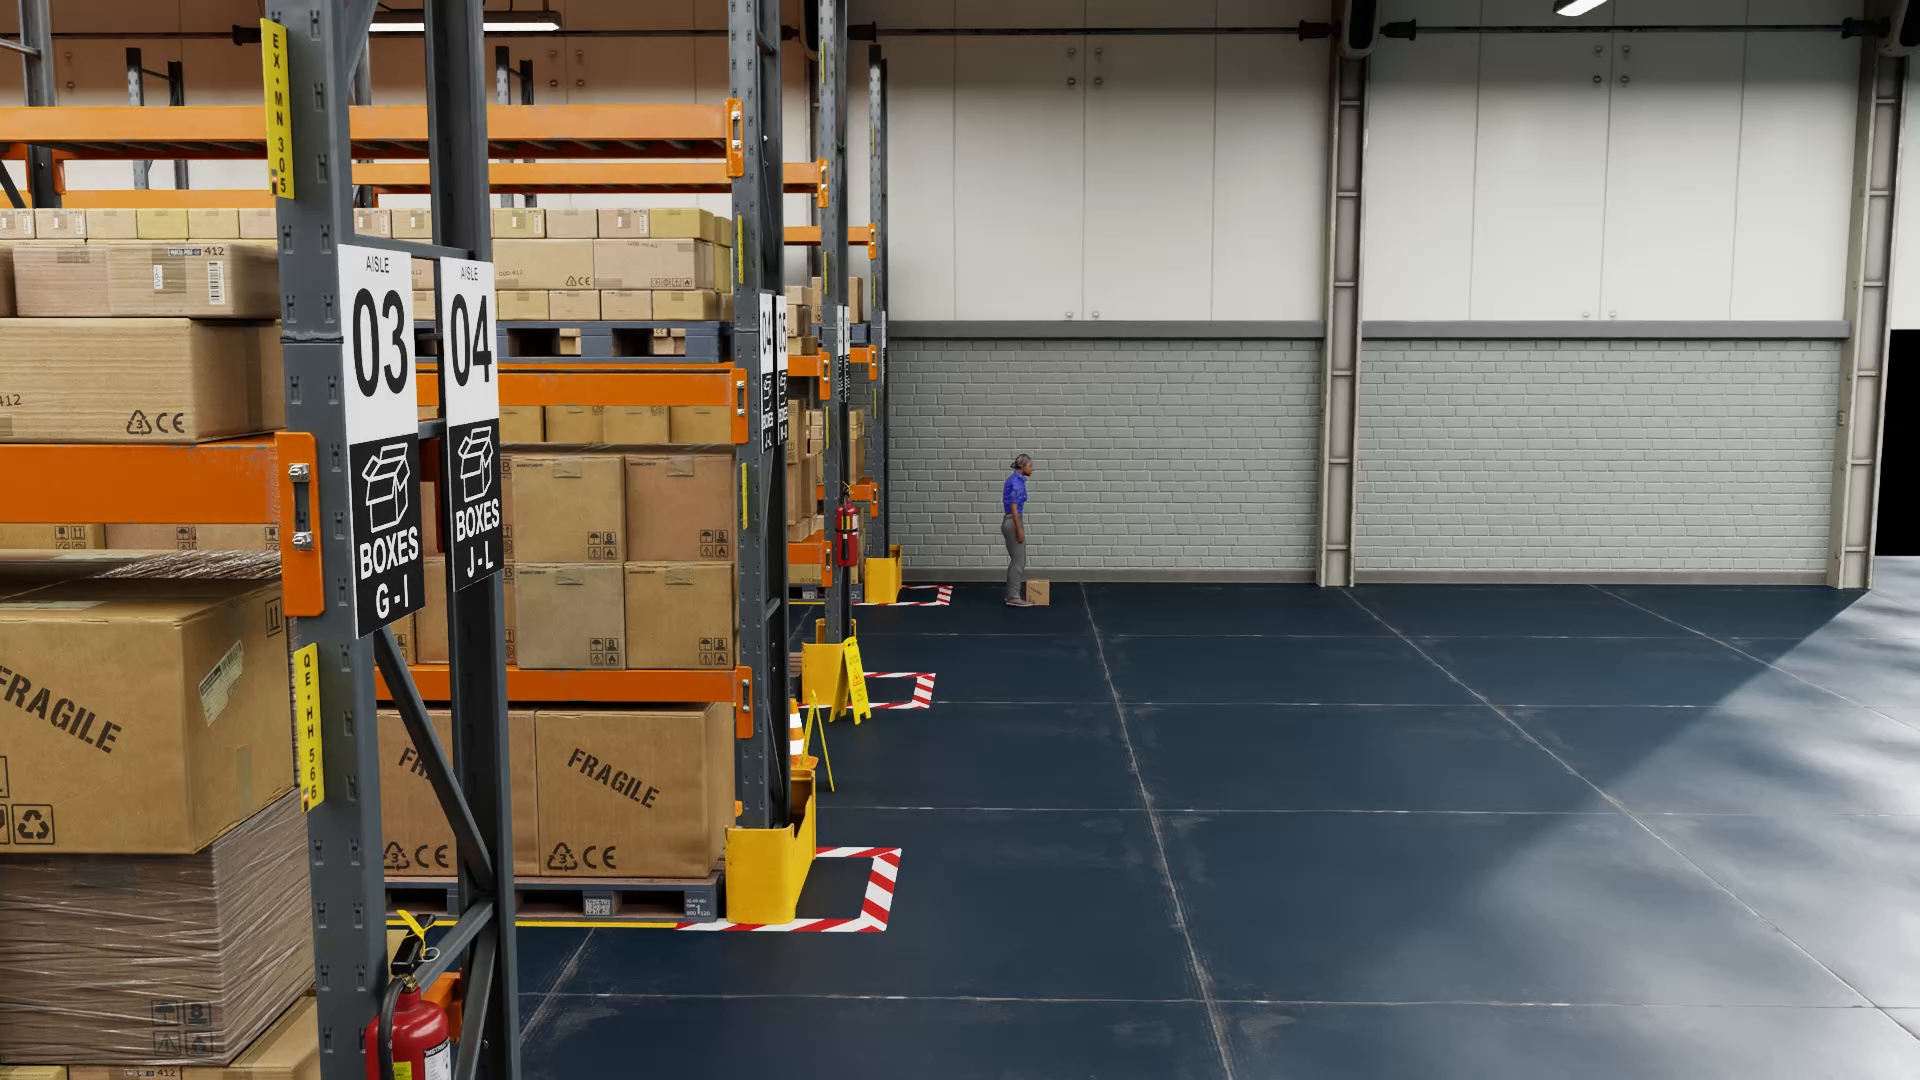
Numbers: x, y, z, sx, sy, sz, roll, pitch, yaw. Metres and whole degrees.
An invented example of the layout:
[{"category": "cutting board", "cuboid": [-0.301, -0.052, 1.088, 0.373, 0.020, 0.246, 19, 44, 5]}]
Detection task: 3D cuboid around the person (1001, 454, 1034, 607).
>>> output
[{"category": "person", "cuboid": [0.628, -0.119, 18.223, 0.352, 1.654, 0.518, 0, 7, 0]}]
